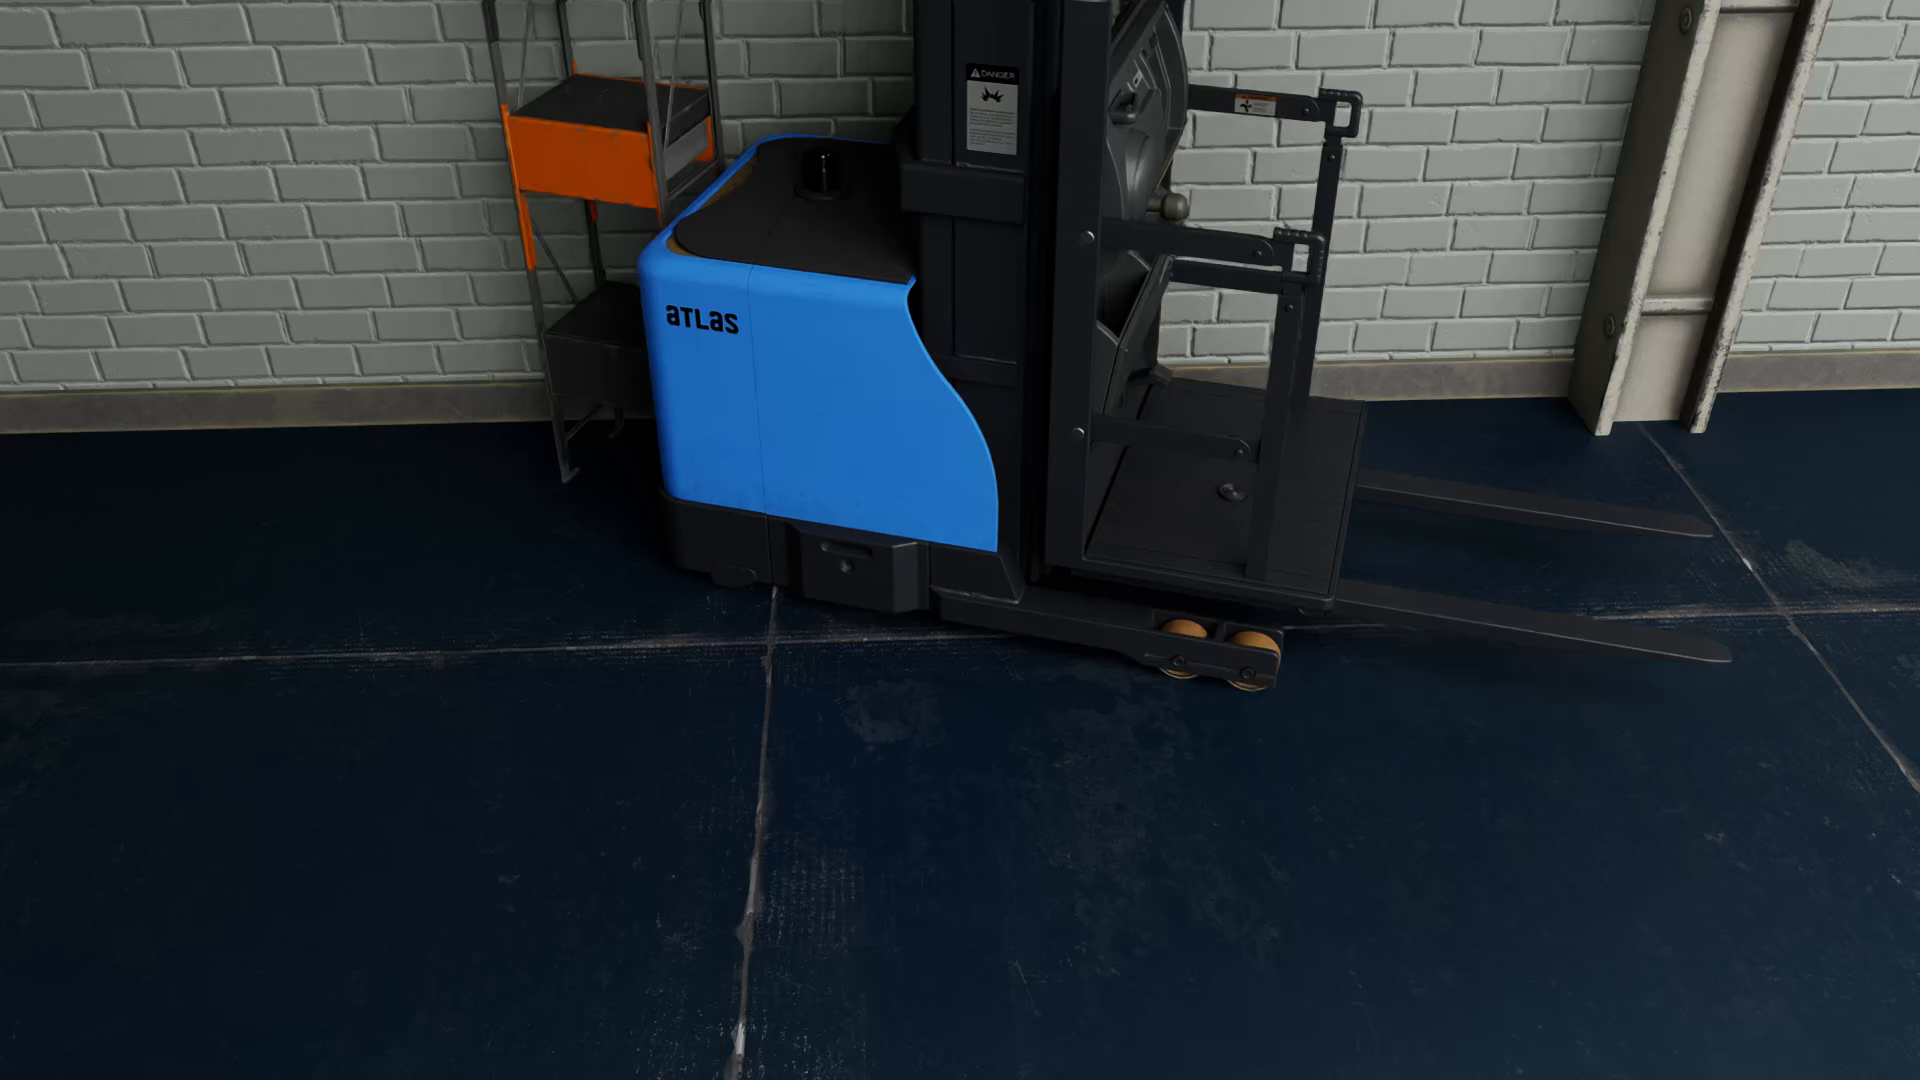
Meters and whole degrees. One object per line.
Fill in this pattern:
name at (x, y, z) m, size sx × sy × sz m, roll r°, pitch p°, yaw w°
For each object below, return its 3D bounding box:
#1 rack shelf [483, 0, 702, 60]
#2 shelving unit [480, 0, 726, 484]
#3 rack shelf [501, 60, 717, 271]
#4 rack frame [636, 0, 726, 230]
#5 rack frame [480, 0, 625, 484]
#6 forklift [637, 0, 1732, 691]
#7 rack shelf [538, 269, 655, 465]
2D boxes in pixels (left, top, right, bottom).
rack shelf at (-1.030, -1.679, 4.622) m, size 0.480 × 0.518 × 0.431 m, roll 11°, pitch 36°, yaw 16°
shelving unit at (-1.025, -1.114, 5.011) m, size 0.503 × 2.100 × 0.431 m, roll 11°, pitch 36°, yaw 16°
rack shelf at (-1.025, -1.103, 5.019) m, size 0.480 × 0.518 × 0.431 m, roll 11°, pitch 36°, yaw 16°
rack frame at (-0.795, -1.069, 4.944) m, size 0.015 × 2.100 × 0.400 m, roll 11°, pitch 36°, yaw 16°
rack frame at (-1.255, -1.159, 5.079) m, size 0.015 × 2.100 × 0.400 m, roll 11°, pitch 36°, yaw 16°
forklift at (0.679, -1.122, 4.295) m, size 3.031 × 2.935 × 1.130 m, roll 9°, pitch 36°, yaw 13°
rack shelf at (-1.020, -0.527, 5.416) m, size 0.480 × 0.518 × 0.431 m, roll 11°, pitch 36°, yaw 16°
